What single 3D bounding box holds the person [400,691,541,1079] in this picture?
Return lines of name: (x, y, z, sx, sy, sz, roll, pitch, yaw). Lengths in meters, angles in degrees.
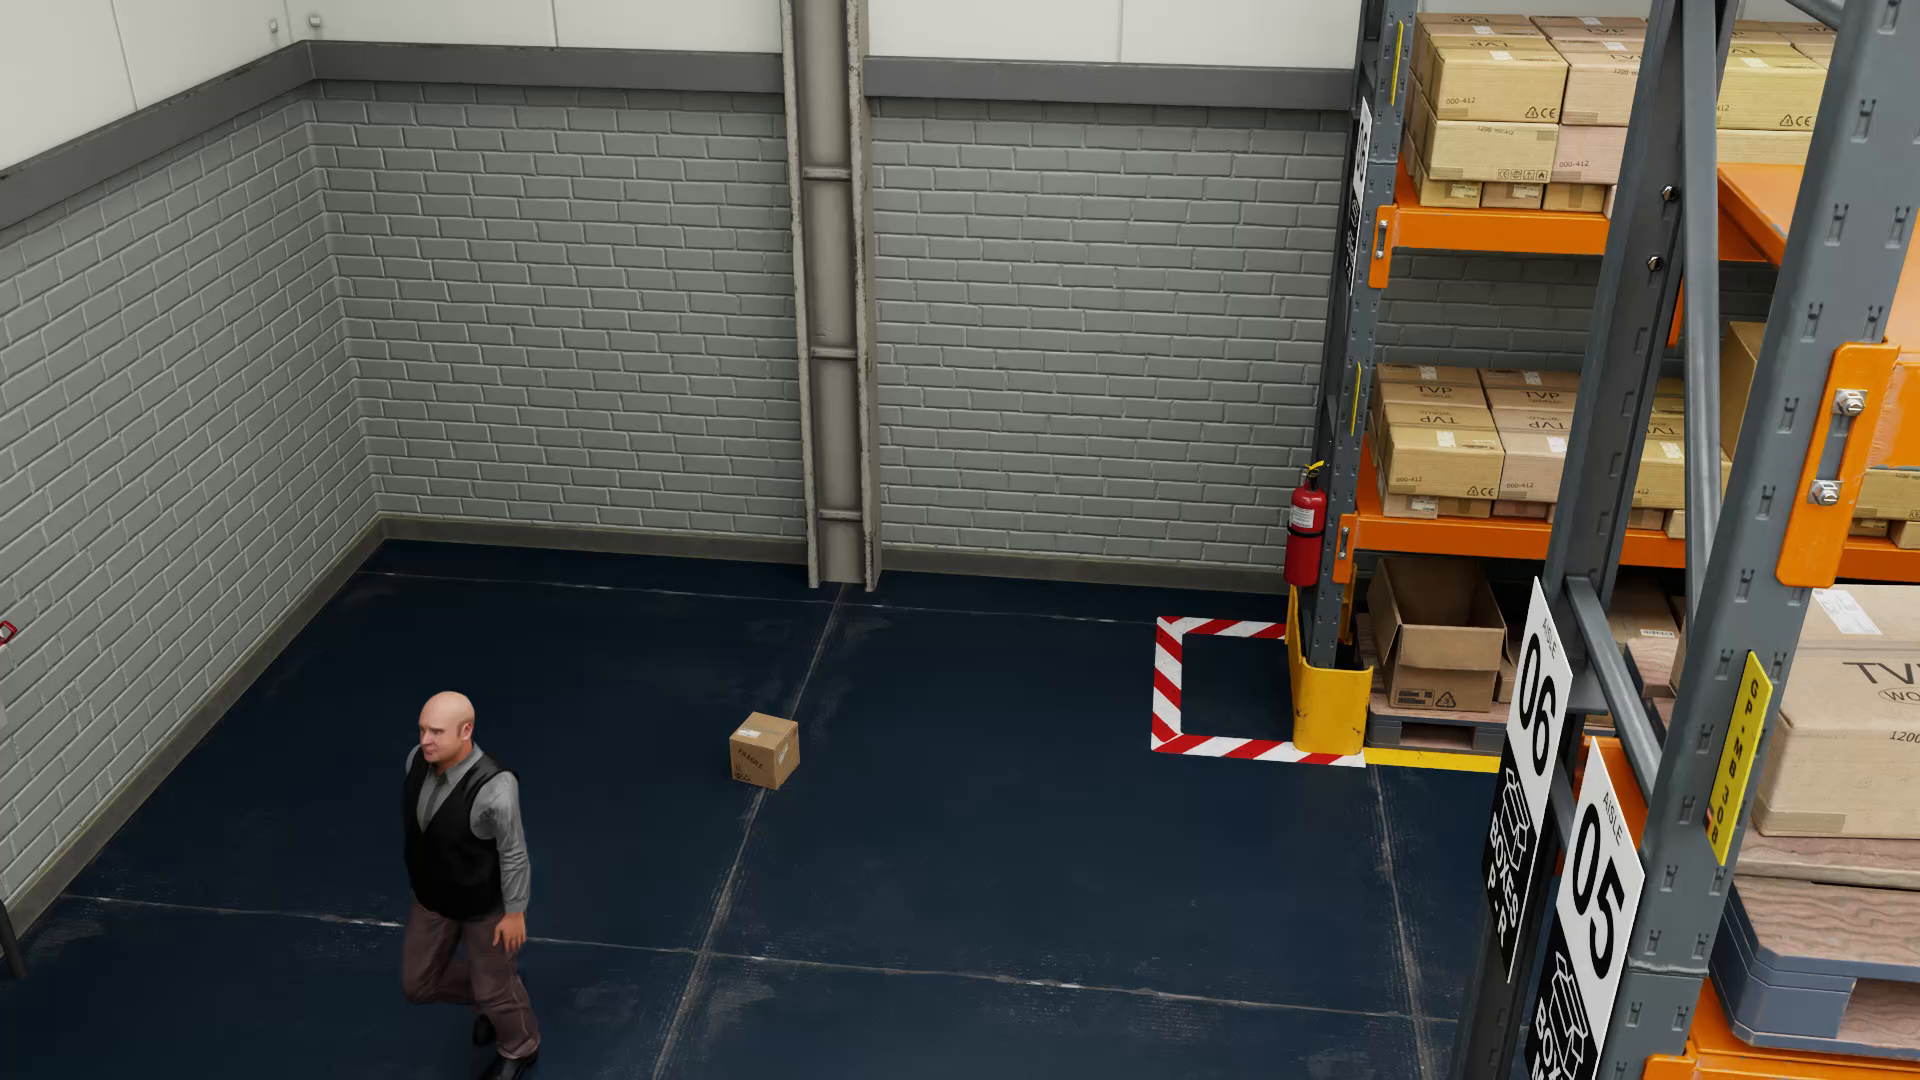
person: (-1.816, 1.355, 6.152, 0.553, 1.638, 0.470, 15, 32, 26)
